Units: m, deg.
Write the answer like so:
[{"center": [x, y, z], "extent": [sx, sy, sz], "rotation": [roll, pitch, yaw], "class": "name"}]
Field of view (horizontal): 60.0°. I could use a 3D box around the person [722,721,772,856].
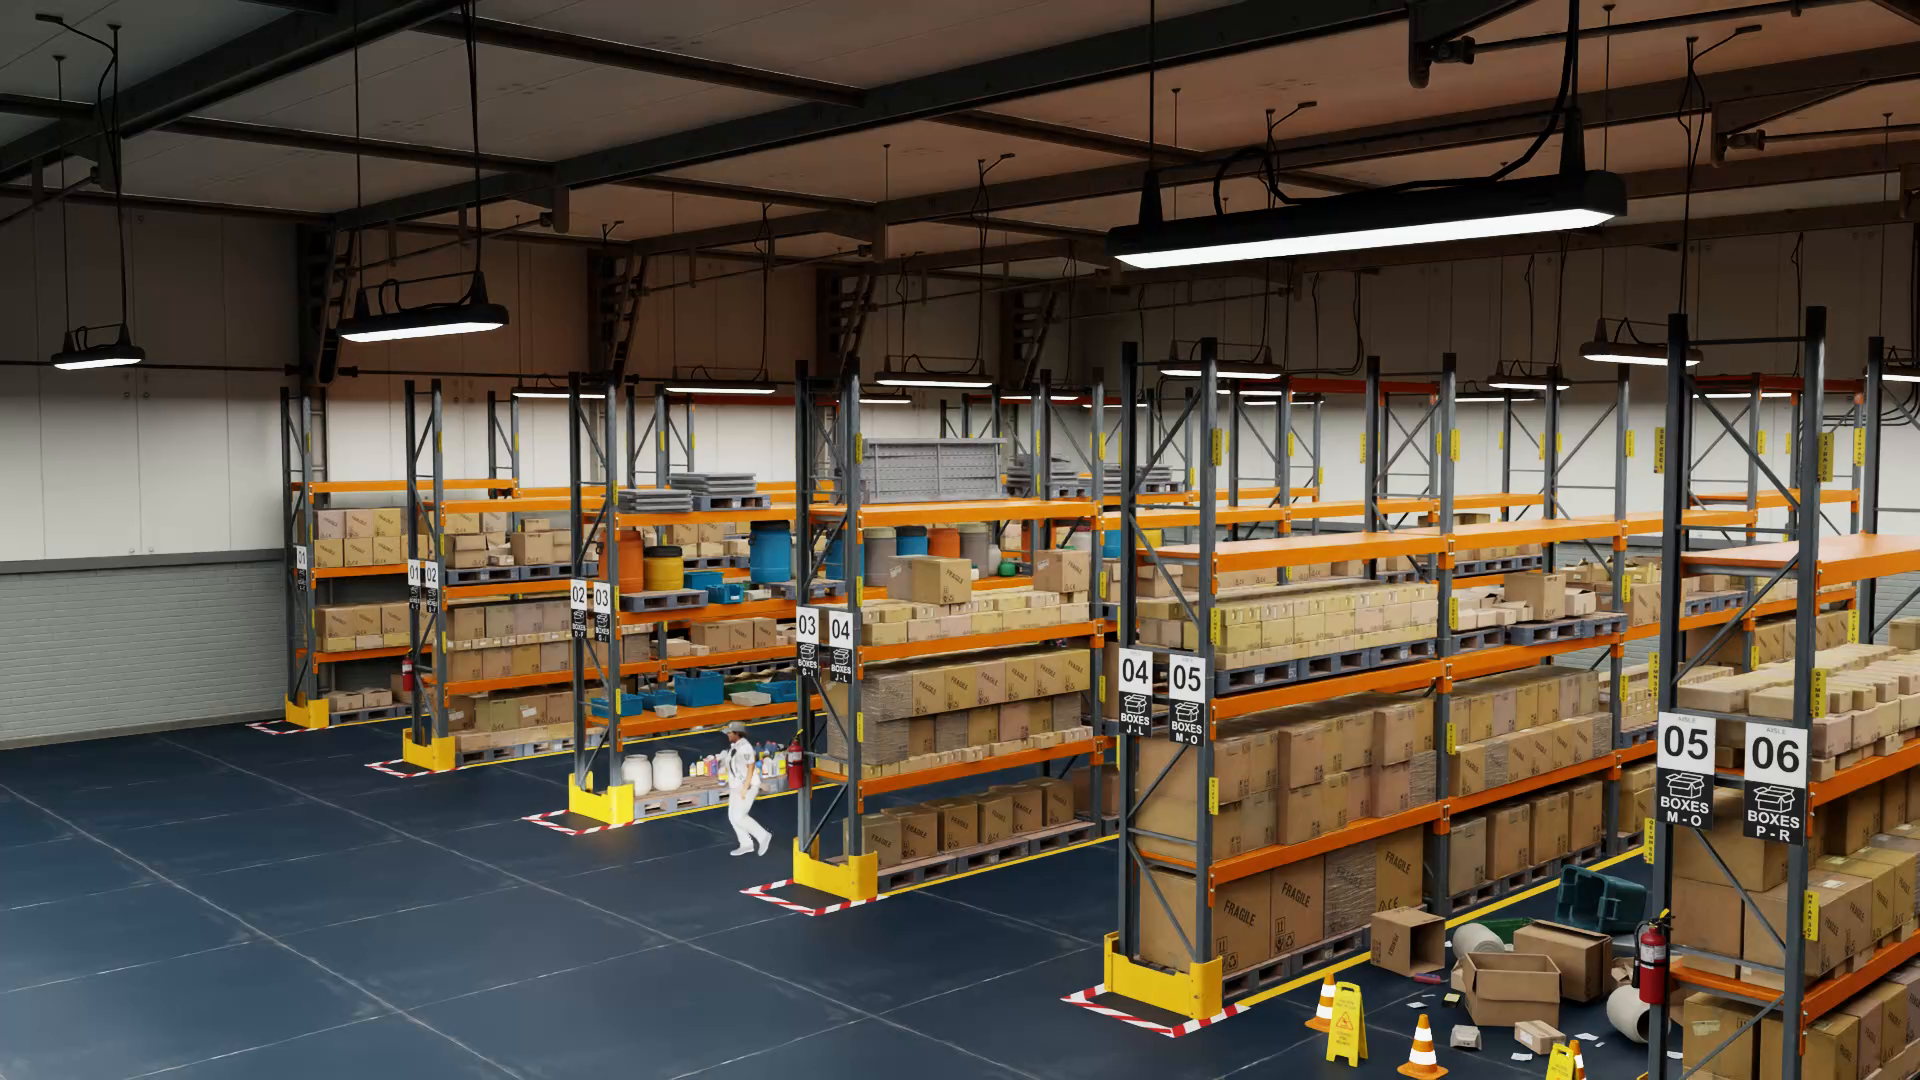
[{"center": [-2.640, 3.044, 20.457], "extent": [0.535, 1.647, 0.553], "rotation": [-2, 4, -23], "class": "person"}]
